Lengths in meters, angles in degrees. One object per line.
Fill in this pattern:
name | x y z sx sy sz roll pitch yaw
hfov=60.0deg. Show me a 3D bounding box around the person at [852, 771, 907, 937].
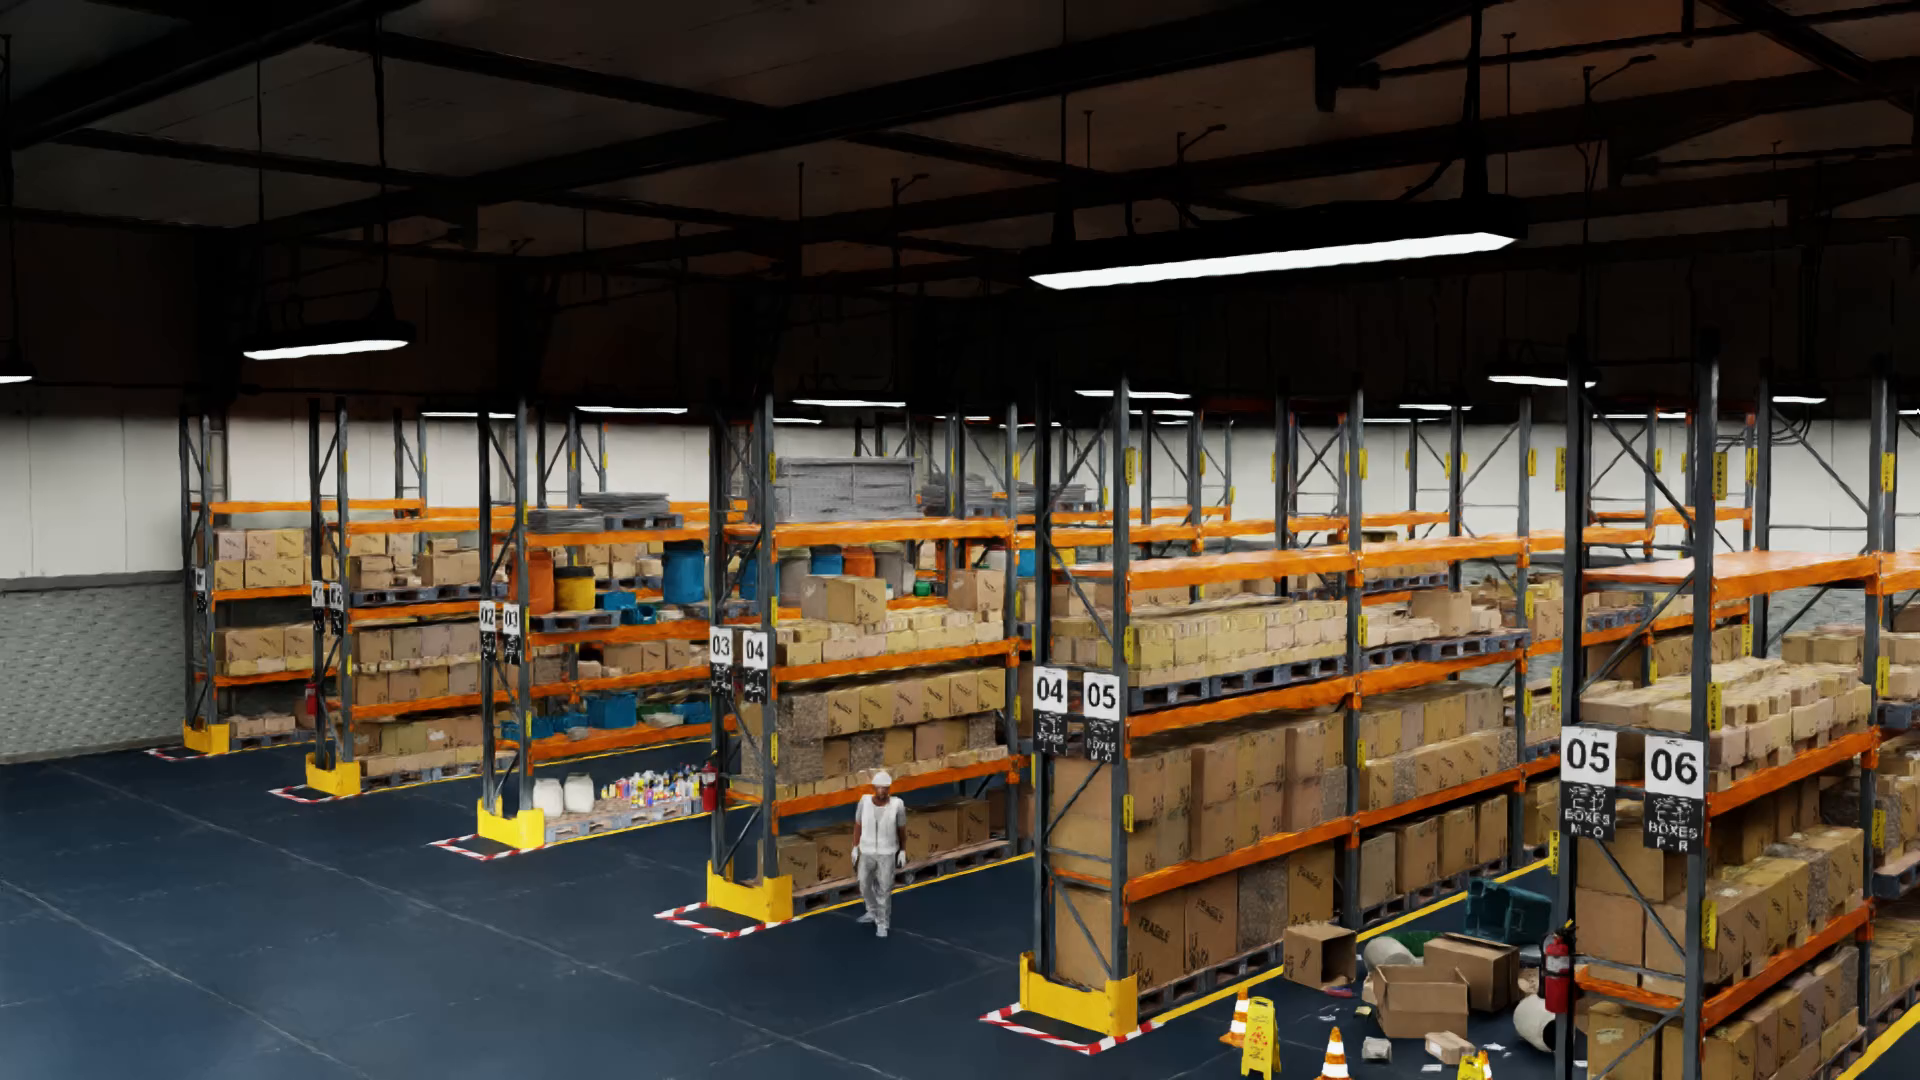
person | -0.863 3.340 17.887 0.597 1.771 0.574 0 3 8
